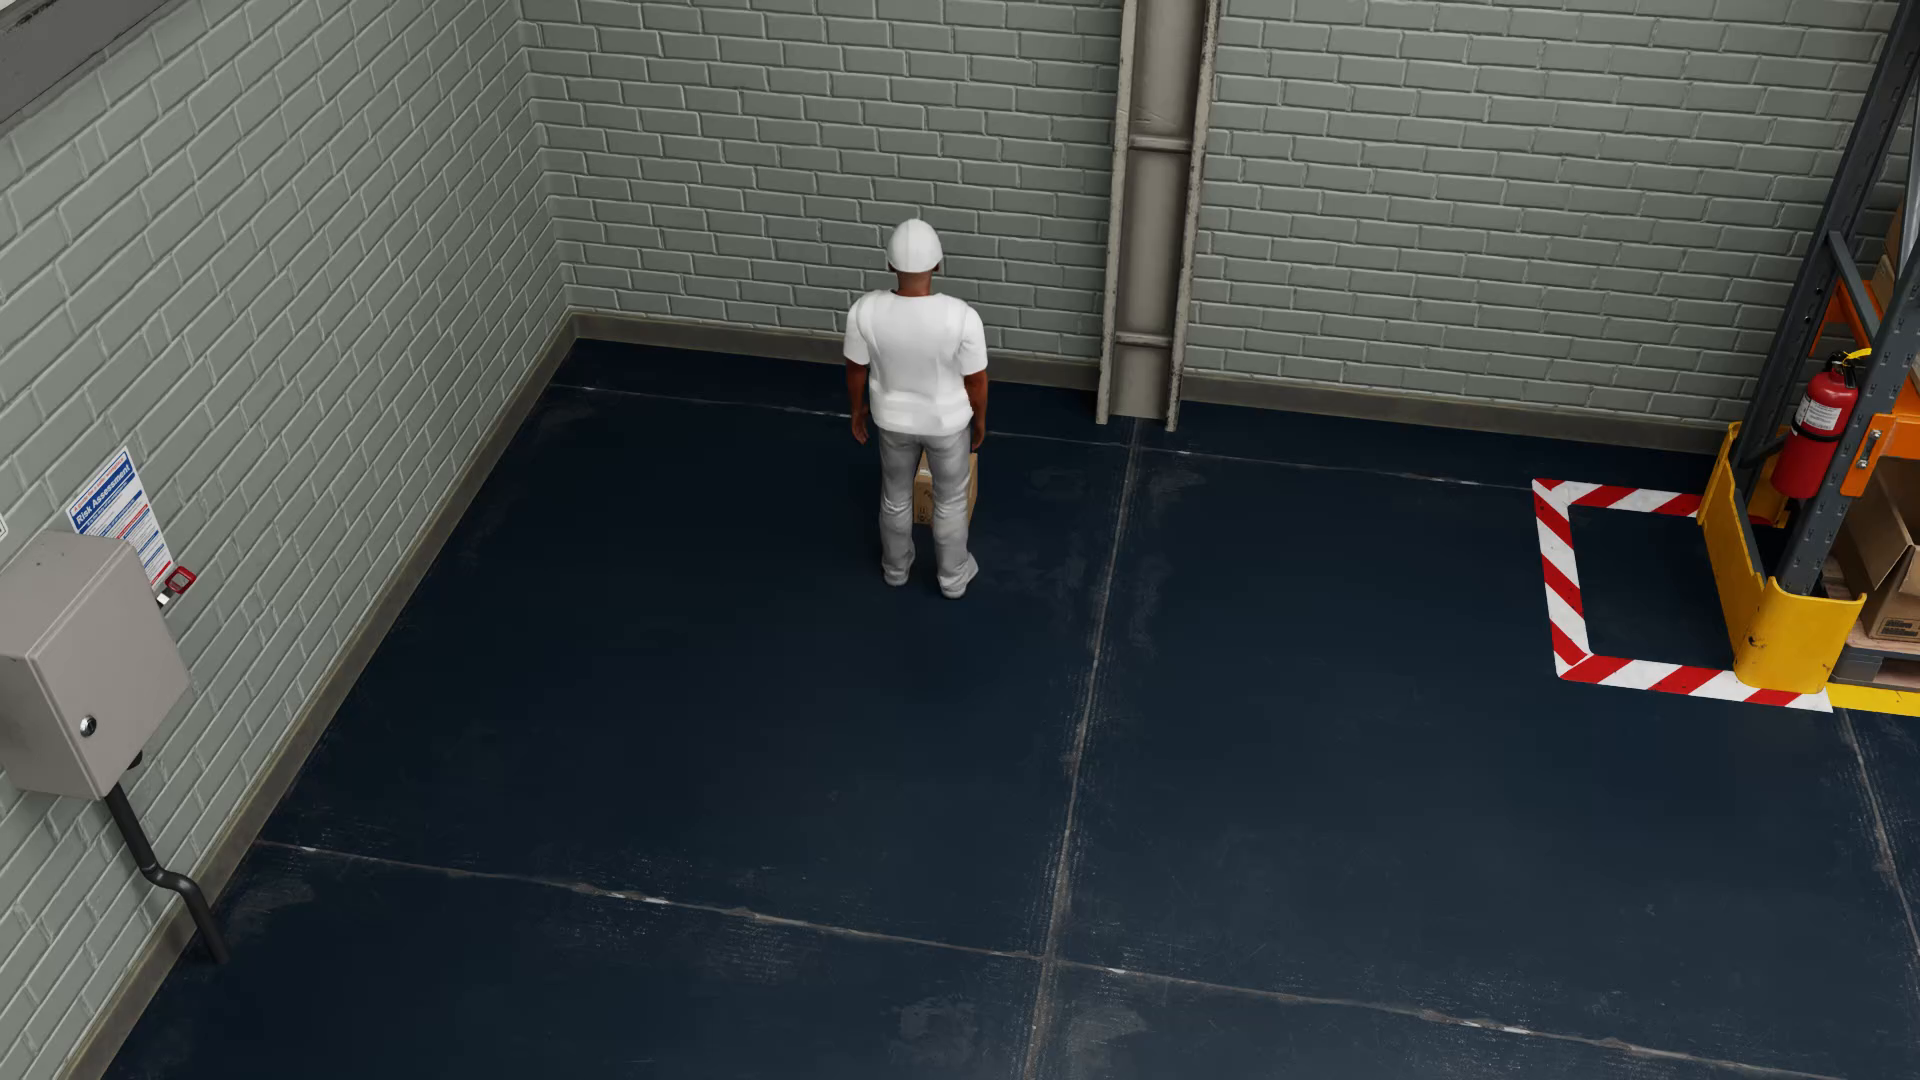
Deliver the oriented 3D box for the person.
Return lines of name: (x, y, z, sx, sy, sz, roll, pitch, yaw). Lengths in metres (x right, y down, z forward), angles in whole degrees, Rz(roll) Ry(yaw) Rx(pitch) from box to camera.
person: (-0.165, -0.518, 6.748, 0.576, 1.778, 0.407, 7, 41, 8)
